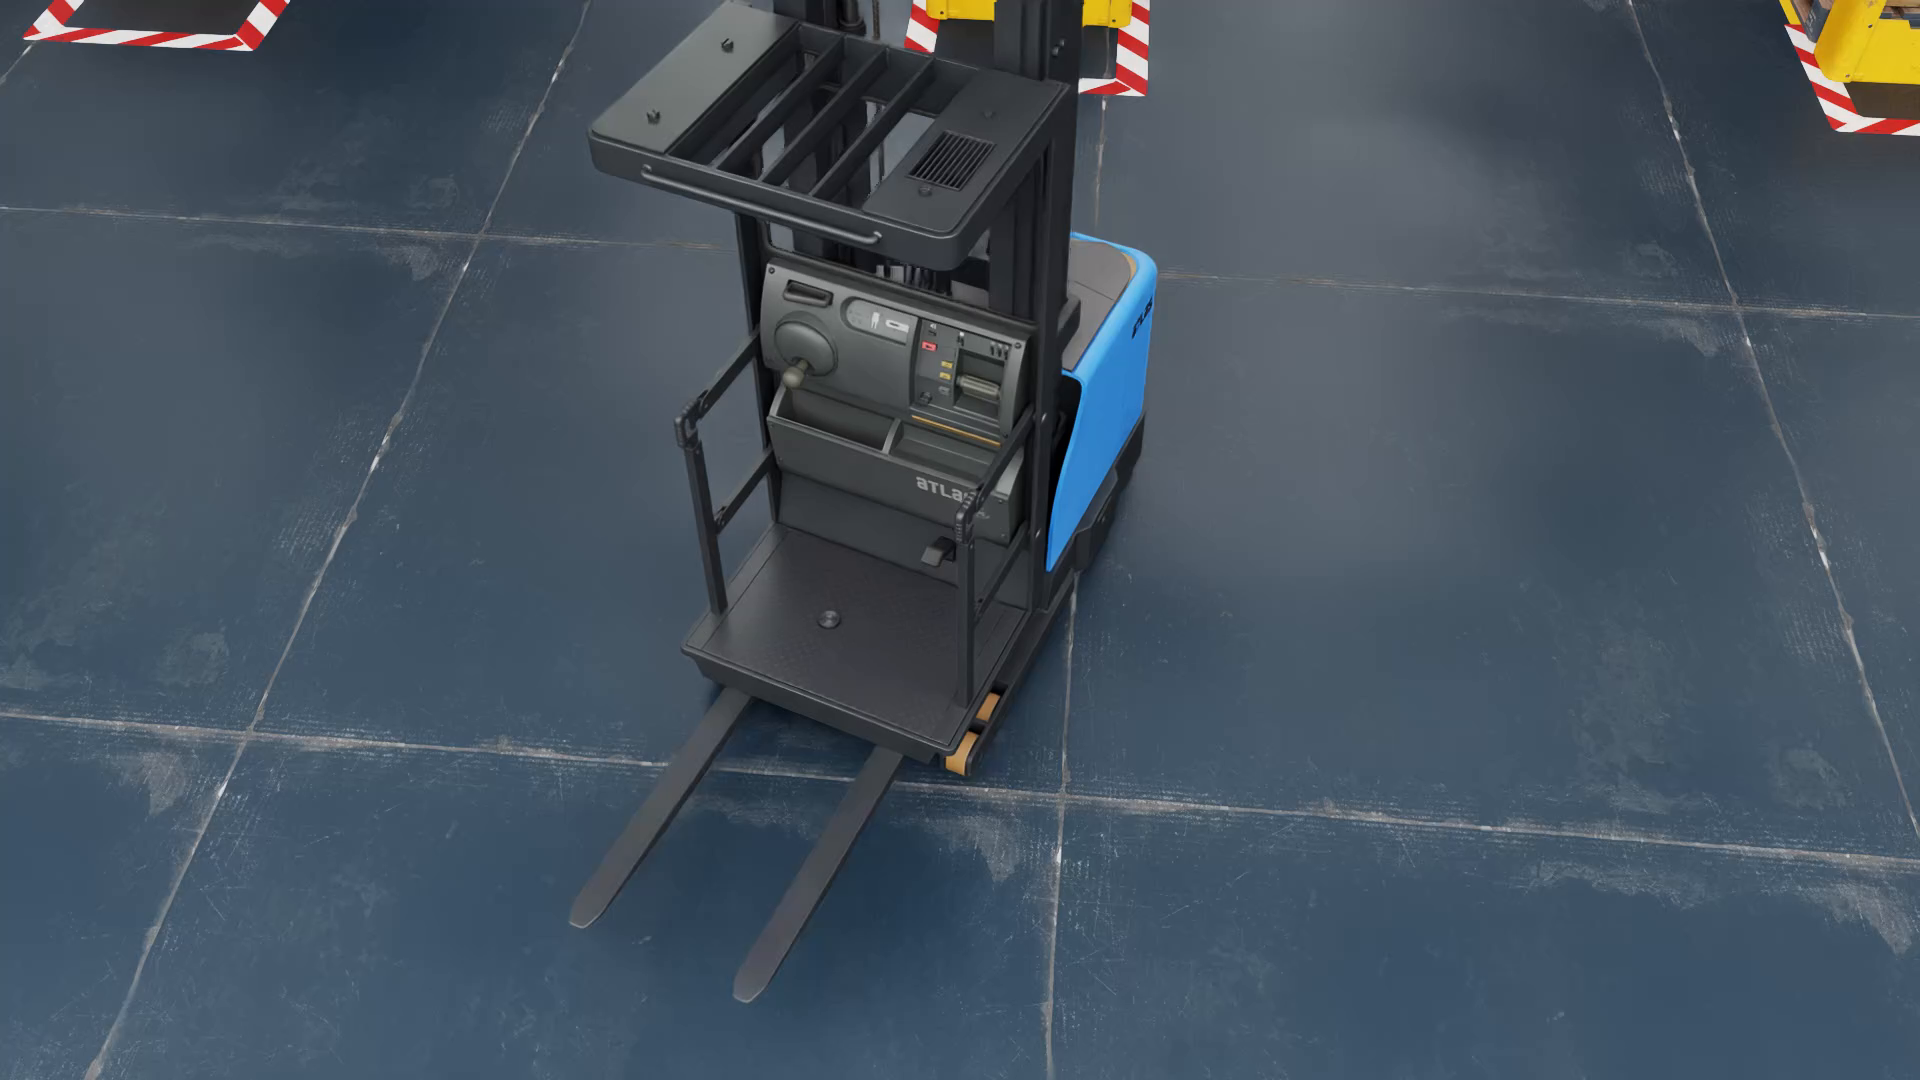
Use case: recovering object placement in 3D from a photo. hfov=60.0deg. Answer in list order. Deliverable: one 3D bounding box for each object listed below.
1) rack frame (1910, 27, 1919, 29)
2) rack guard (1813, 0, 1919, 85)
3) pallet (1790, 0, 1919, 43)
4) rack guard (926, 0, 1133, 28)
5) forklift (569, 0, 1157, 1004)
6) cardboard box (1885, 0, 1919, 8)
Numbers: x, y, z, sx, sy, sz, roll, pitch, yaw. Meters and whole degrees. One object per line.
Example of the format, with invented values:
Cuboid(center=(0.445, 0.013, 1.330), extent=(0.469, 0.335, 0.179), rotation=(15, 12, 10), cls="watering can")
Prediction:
Cuboid(center=(5.322, -3.617, 8.051), extent=(1.000, 3.000, 0.127), rotation=(4, 48, 4), cls="rack frame")
Cuboid(center=(5.320, -2.756, 8.958), extent=(1.175, 0.500, 0.348), rotation=(4, 48, 4), cls="rack guard")
Cuboid(center=(5.317, -3.269, 9.623), extent=(1.003, 0.211, 1.213), rotation=(4, 48, 4), cls="pallet")
Cuboid(center=(0.399, -3.237, 9.398), extent=(1.175, 0.500, 0.348), rotation=(4, 48, 4), cls="rack guard")
Cuboid(center=(-0.316, -0.516, 5.261), extent=(1.130, 2.935, 3.031), rotation=(19, 50, 17), cls="forklift")
Cuboid(center=(5.318, -3.544, 9.140), extent=(0.875, 0.875, 0.875), rotation=(4, 48, 4), cls="cardboard box")
